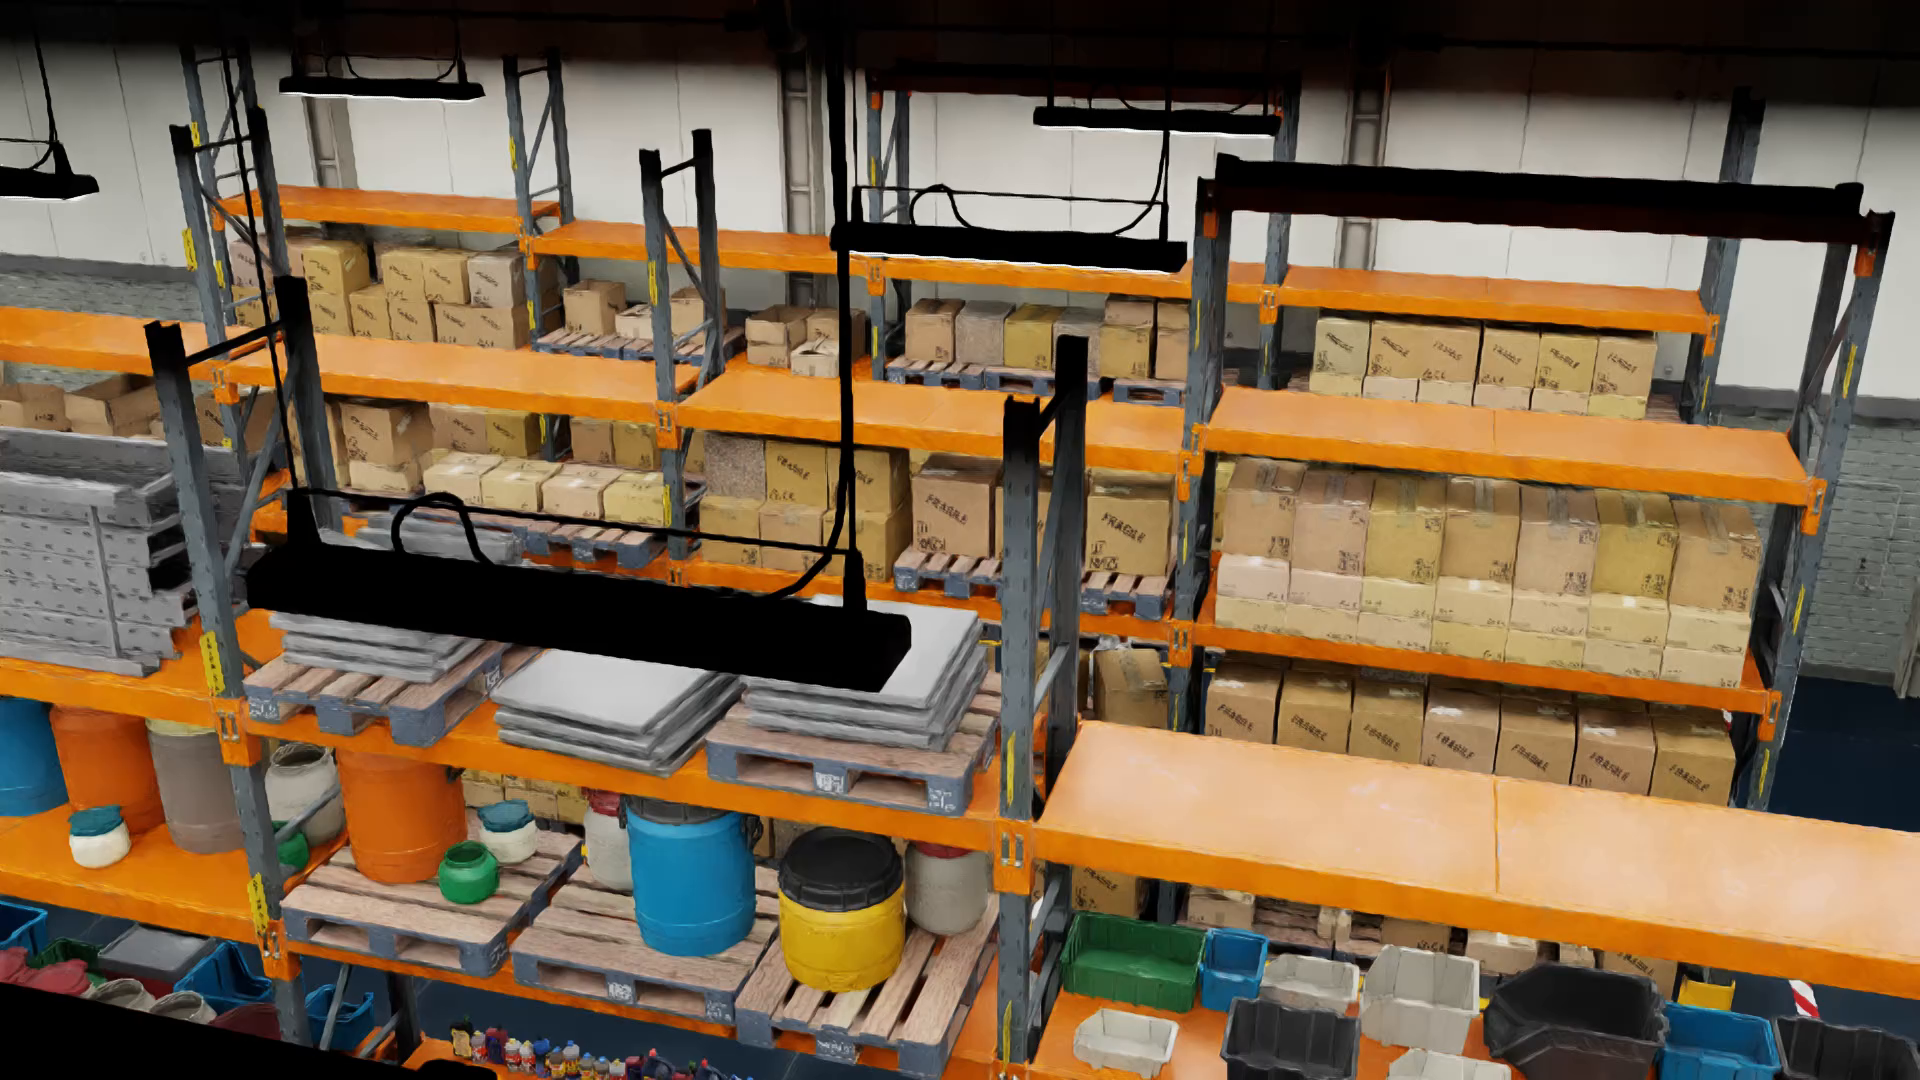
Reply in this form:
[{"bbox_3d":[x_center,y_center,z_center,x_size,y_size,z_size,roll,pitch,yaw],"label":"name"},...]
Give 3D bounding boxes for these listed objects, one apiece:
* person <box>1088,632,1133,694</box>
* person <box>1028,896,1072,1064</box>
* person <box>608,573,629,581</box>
[{"bbox_3d":[1.441,0.999,16.173,0.782,1.712,0.688,8,24,19],"label":"person"},{"bbox_3d":[0.584,3.121,10.906,0.598,1.782,0.463,-3,23,-8],"label":"person"},{"bbox_3d":[-3.224,1.021,16.309,1.037,1.516,0.417,7,24,17],"label":"person"}]
